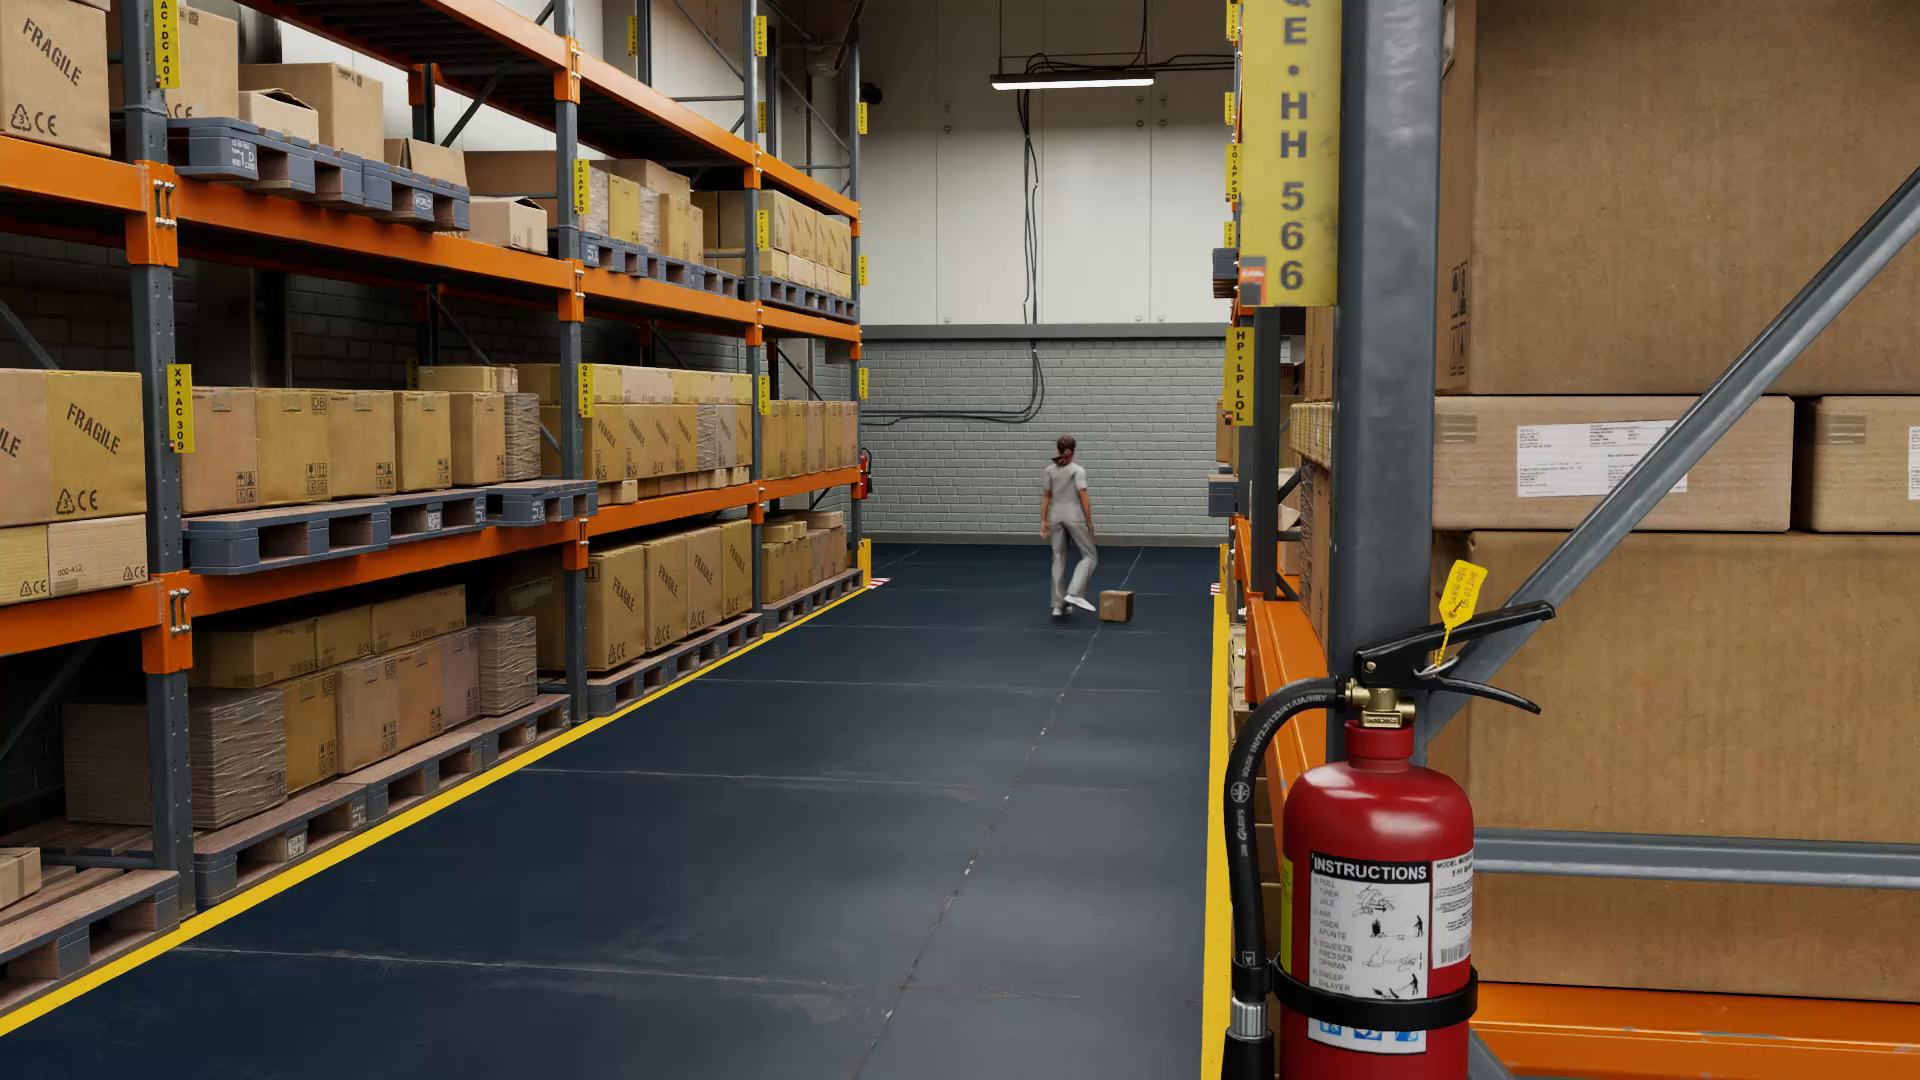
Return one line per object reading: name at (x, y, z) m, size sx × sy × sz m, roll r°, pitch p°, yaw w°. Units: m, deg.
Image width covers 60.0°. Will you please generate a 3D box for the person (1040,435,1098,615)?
person at (1.013, -0.139, 15.375) m, size 0.595 × 1.667 × 0.434 m, roll 3°, pitch 5°, yaw 33°
